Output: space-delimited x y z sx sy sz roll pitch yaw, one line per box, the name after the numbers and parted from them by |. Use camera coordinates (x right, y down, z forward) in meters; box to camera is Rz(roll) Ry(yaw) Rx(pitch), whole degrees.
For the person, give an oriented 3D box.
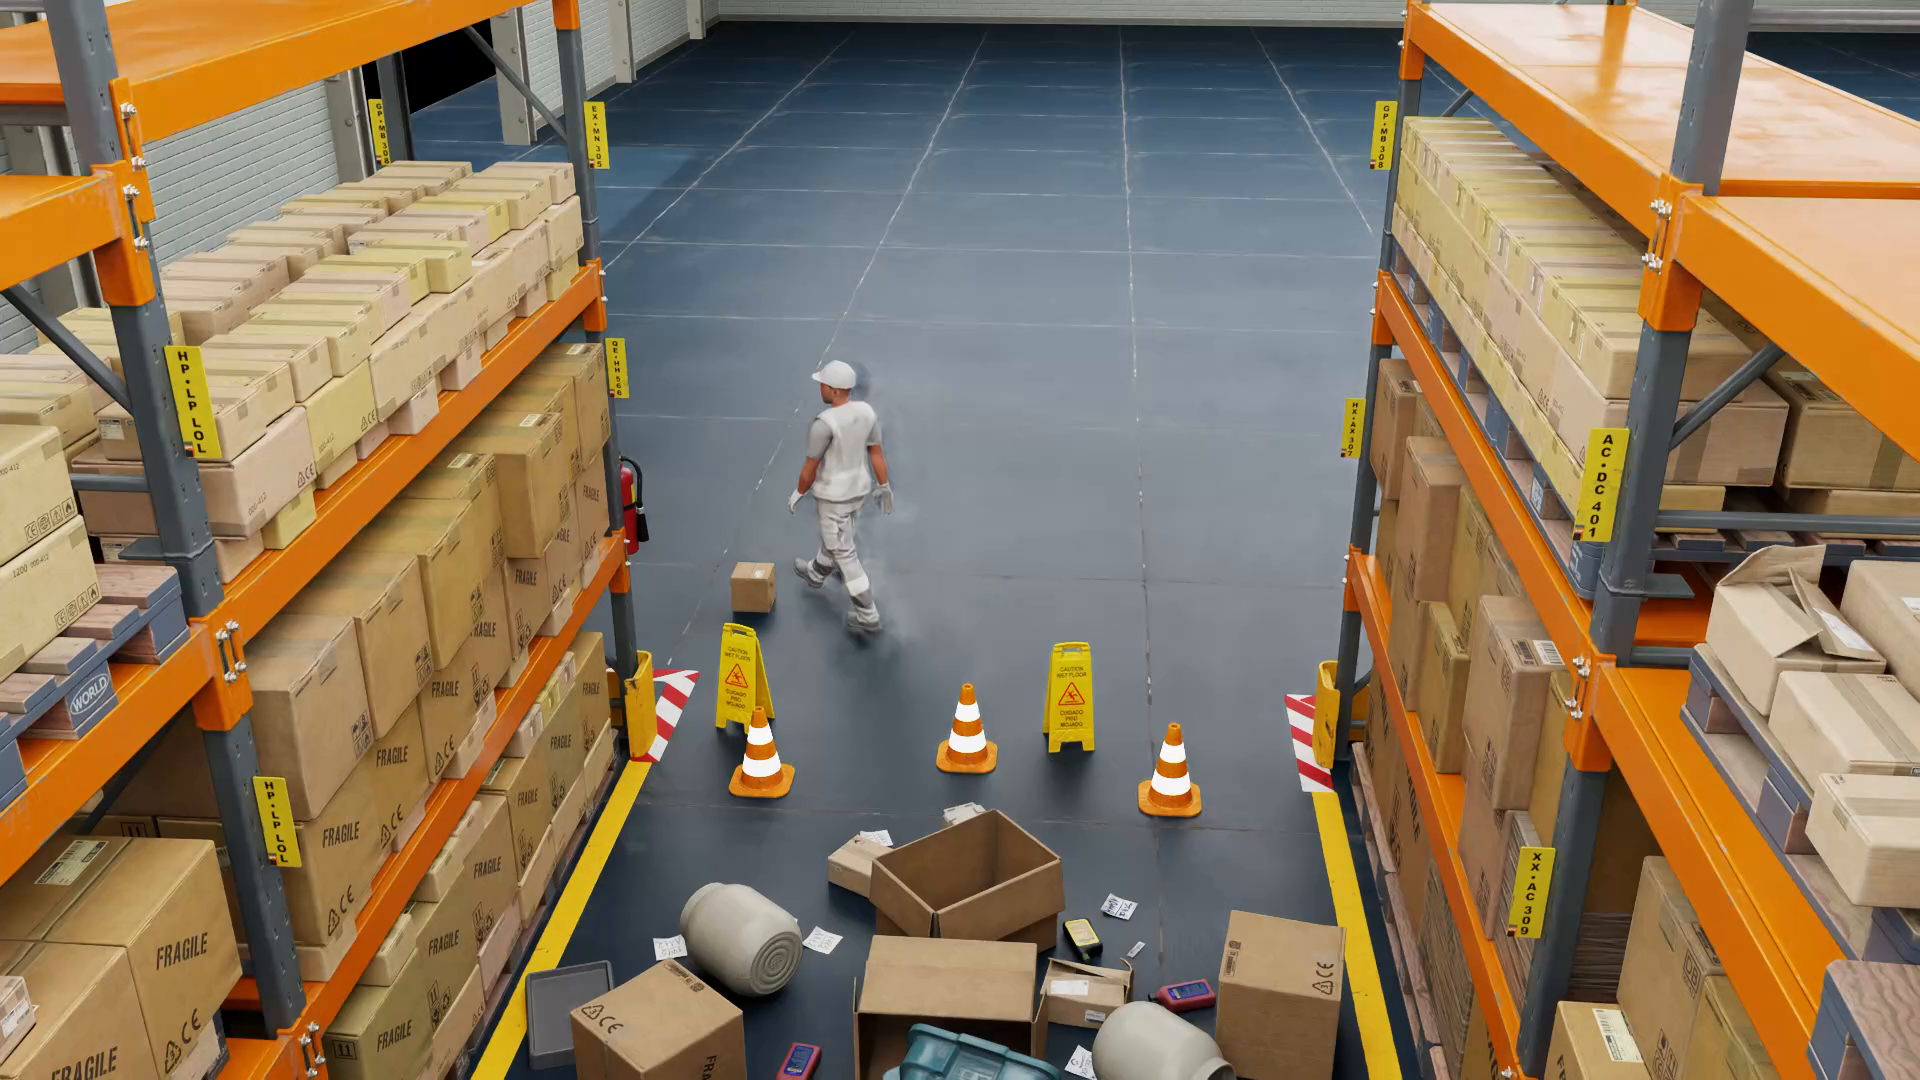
-0.860 -0.347 10.729 1.016 1.729 0.581 19 30 36 | person
